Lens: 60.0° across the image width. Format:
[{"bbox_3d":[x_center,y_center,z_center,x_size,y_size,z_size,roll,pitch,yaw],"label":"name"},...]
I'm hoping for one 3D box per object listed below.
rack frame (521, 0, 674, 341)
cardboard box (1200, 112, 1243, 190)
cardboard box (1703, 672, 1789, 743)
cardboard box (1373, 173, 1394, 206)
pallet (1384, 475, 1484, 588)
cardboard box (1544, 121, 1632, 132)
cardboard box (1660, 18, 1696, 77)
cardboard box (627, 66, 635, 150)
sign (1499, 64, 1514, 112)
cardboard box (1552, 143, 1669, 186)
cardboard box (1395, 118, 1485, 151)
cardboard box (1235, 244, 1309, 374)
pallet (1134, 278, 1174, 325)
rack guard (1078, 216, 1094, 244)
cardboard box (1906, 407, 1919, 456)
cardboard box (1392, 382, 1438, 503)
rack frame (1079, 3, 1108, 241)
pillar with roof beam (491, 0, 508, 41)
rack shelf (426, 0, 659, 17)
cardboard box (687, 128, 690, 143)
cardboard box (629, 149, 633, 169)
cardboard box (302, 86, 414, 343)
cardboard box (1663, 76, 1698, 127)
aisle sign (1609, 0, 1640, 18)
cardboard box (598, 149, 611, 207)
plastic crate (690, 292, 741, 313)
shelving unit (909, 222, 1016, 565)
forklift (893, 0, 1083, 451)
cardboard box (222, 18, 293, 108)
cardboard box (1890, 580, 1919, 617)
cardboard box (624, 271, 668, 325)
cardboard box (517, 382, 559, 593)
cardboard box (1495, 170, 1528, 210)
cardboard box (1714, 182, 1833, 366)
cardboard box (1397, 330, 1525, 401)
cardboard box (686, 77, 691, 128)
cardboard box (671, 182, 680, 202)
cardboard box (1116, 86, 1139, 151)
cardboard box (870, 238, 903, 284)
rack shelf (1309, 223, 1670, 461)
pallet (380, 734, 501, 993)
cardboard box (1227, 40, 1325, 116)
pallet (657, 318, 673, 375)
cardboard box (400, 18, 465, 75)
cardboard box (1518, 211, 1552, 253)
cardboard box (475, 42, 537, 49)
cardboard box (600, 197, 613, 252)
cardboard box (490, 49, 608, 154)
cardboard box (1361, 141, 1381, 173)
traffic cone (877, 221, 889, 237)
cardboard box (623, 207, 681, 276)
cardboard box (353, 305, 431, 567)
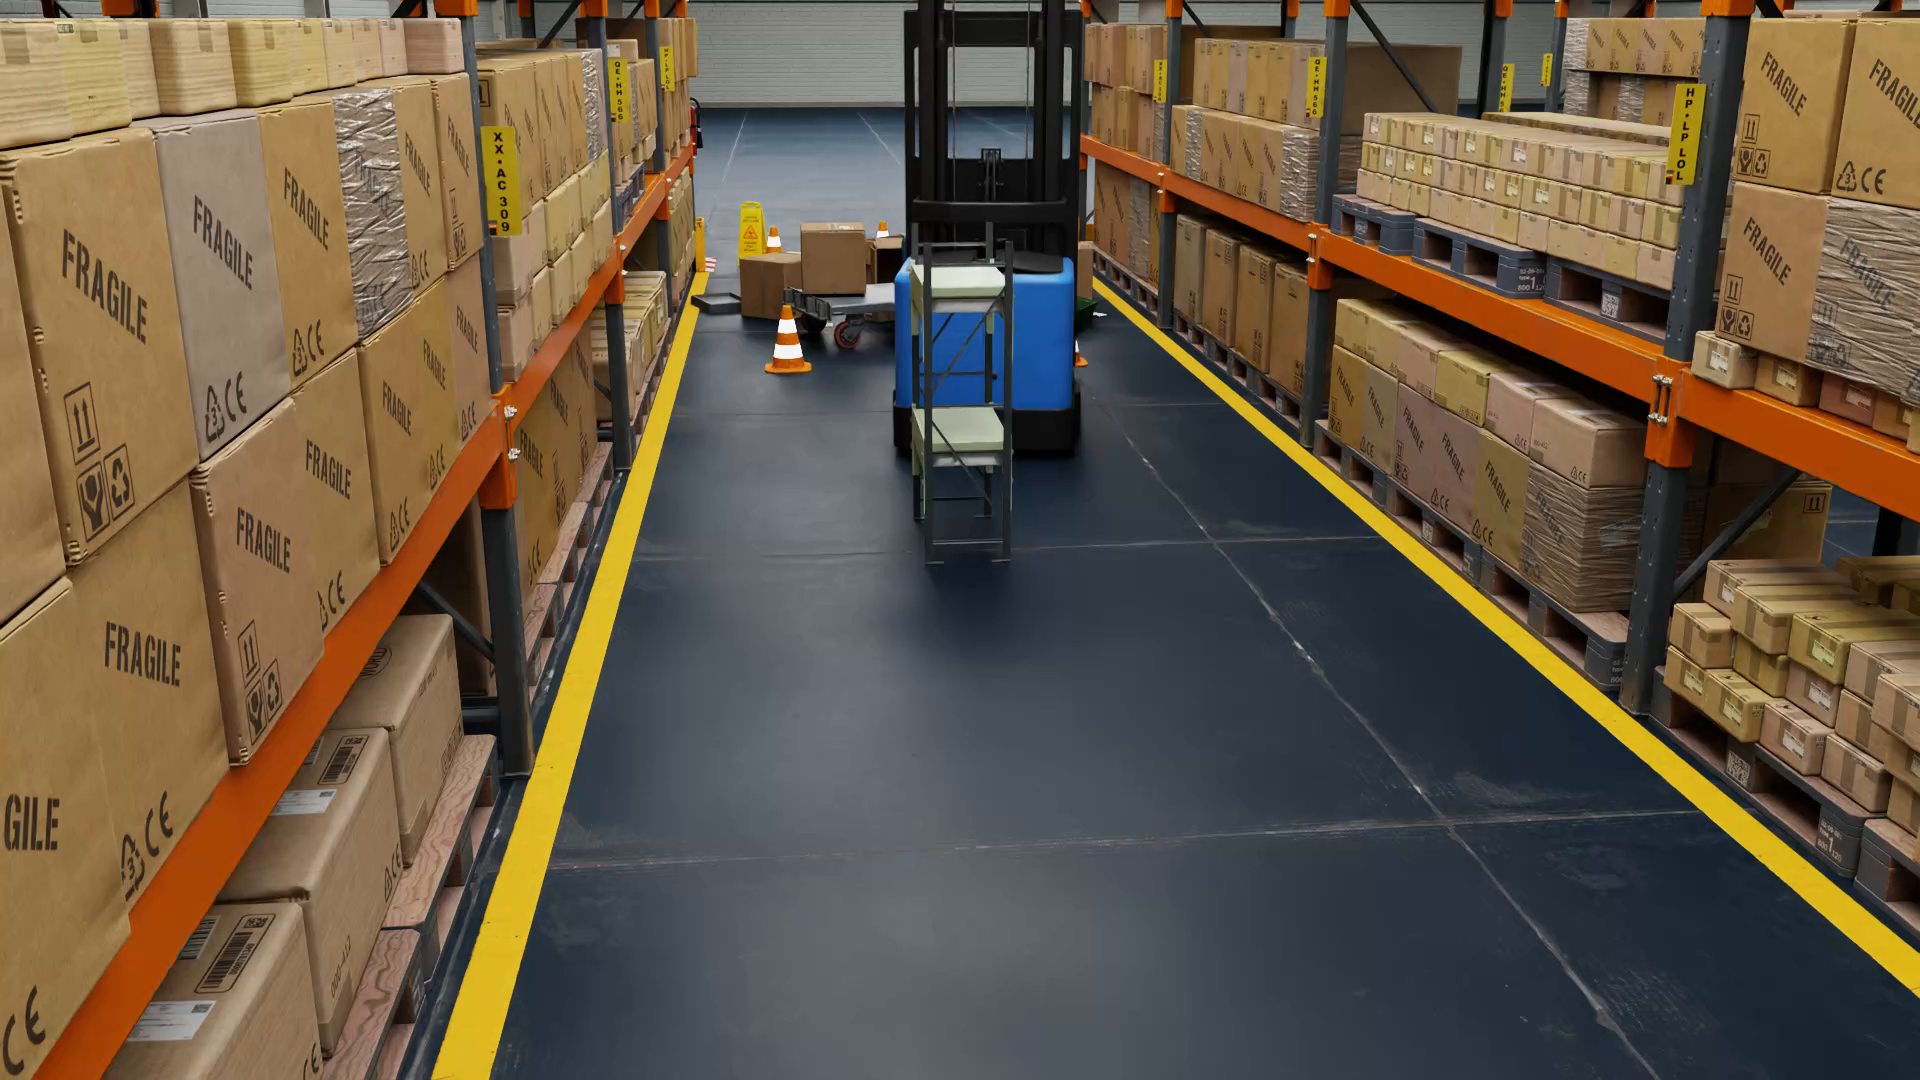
[{"bbox_3d":[-2.778,-3.012,12.763,1.000,3.000,0.127,-2,18,-6],"label":"rack frame"},{"bbox_3d":[2.023,-2.778,11.852,0.500,0.500,0.500,-2,18,-6],"label":"cardboard box"},{"bbox_3d":[2.705,0.546,5.489,0.380,0.149,0.250,-1,17,-4],"label":"cardboard box"},{"bbox_3d":[2.420,-1.864,8.826,0.380,0.149,0.250,-1,17,-3],"label":"cardboard box"},{"bbox_3d":[2.749,-0.077,8.071,1.003,0.211,1.213,-2,18,-6],"label":"pallet"},{"bbox_3d":[3.136,-2.003,8.276,0.380,0.149,0.250,-1,17,-4],"label":"cardboard box"},{"bbox_3d":[6.655,-4.408,14.878,0.500,0.500,0.500,-2,18,-6],"label":"cardboard box"},{"bbox_3d":[-2.304,-2.664,10.292,0.500,0.500,0.500,-1,17,-5],"label":"cardboard box"},{"bbox_3d":[3.086,-2.537,9.451,0.100,0.325,0.005,-2,18,-6],"label":"sign"},{"bbox_3d":[2.644,-1.525,6.751,0.380,0.149,0.250,-2,18,-6],"label":"cardboard box"},{"bbox_3d":[2.454,-2.071,8.490,0.380,0.149,0.250,-2,18,-6],"label":"cardboard box"},{"bbox_3d":[2.481,-1.575,11.240,1.050,0.750,0.750,-2,17,-5],"label":"cardboard box"},{"bbox_3d":[2.134,-2.094,14.493,1.003,0.211,1.213,-2,18,-6],"label":"pallet"},{"bbox_3d":[1.720,-3.201,17.539,1.175,0.500,0.348,-2,18,-6],"label":"rack guard"},{"bbox_3d":[2.827,-0.286,4.501,0.380,0.149,0.250,-1,17,-5],"label":"cardboard box"},{"bbox_3d":[2.480,-0.490,8.202,0.500,0.500,0.500,-2,18,-7],"label":"cardboard box"},{"bbox_3d":[1.722,-4.387,17.142,1.000,3.000,0.127,-2,18,-6],"label":"rack frame"},{"bbox_3d":[-7.765,-15.747,43.313,9.100,9.000,0.400,-2,18,-6],"label":"pillar with roof beam"},{"bbox_3d":[-2.572,-3.504,10.524,1.077,0.370,4.000,-2,18,-6],"label":"rack shelf"},{"bbox_3d":[-2.803,-3.907,16.033,0.380,0.149,0.250,-2,18,-6],"label":"cardboard box"},{"bbox_3d":[-2.333,-2.486,10.807,0.380,0.149,0.250,-1,17,-4],"label":"cardboard box"},{"bbox_3d":[-1.524,-0.718,3.621,0.500,0.500,0.500,-2,17,-5],"label":"cardboard box"},{"bbox_3d":[6.926,-3.940,15.055,0.875,0.500,0.500,-2,18,-6],"label":"cardboard box"},{"bbox_3d":[6.958,-5.778,17.233,0.394,0.787,0.004,-2,18,-6],"label":"aisle sign"},{"bbox_3d":[-2.063,-1.851,8.480,0.500,0.250,0.500,-2,18,-6],"label":"cardboard box"},{"bbox_3d":[-2.125,-2.112,14.771,0.402,0.080,0.583,-8,19,-25],"label":"plastic crate"},{"bbox_3d":[-0.001,-0.718,7.959,0.431,1.500,0.755,-2,18,-6],"label":"shelving unit"},{"bbox_3d":[0.216,-2.303,10.620,1.130,2.935,3.031,1,17,3],"label":"forklift"},{"bbox_3d":[-1.420,-0.849,2.953,0.380,0.149,0.250,-2,18,-7],"label":"cardboard box"},{"bbox_3d":[3.321,0.237,5.479,0.380,0.149,0.250,-2,17,-5],"label":"cardboard box"},{"bbox_3d":[-2.722,-1.802,12.596,0.950,0.372,0.625,-2,17,-5],"label":"cardboard box"},{"bbox_3d":[-2.198,-0.266,6.864,0.875,0.875,0.875,-1,17,-4],"label":"cardboard box"},{"bbox_3d":[2.583,-1.539,7.293,0.380,0.149,0.250,-2,18,-5],"label":"cardboard box"},{"bbox_3d":[2.760,-0.846,5.200,0.500,0.500,0.500,-2,18,-7],"label":"cardboard box"},{"bbox_3d":[2.468,-0.857,8.119,0.500,0.250,0.500,-2,18,-5],"label":"cardboard box"},{"bbox_3d":[-2.861,-4.240,16.012,0.500,0.500,0.500,-2,18,-7],"label":"cardboard box"},{"bbox_3d":[-2.579,-2.944,14.101,0.380,0.149,0.250,-1,17,-4],"label":"cardboard box"},{"bbox_3d":[1.913,-3.859,15.210,0.875,0.550,0.500,-2,18,-6],"label":"cardboard box"},{"bbox_3d":[-0.387,-2.354,14.608,0.797,0.637,0.503,-2,18,-6],"label":"cardboard box"},{"bbox_3d":[2.754,-1.064,7.760,1.077,0.370,4.000,-2,18,-6],"label":"rack shelf"},{"bbox_3d":[-1.953,0.931,4.860,1.003,0.211,1.213,-2,18,-6],"label":"pallet"},{"bbox_3d":[2.299,-3.268,11.743,0.700,0.500,0.500,-2,18,-5],"label":"cardboard box"},{"bbox_3d":[-2.697,-1.450,12.442,1.003,0.211,1.213,-2,18,-6],"label":"pallet"},{"bbox_3d":[-1.605,-1.381,4.648,0.380,0.149,0.250,-2,18,-7],"label":"cardboard box"},{"bbox_3d":[2.611,-1.313,7.071,0.380,0.149,0.250,-3,18,-8],"label":"cardboard box"},{"bbox_3d":[-2.815,-2.998,10.272,0.380,0.149,0.250,-3,18,-8],"label":"cardboard box"},{"bbox_3d":[-2.055,-1.606,8.535,0.500,0.250,0.500,-2,18,-8],"label":"cardboard box"},{"bbox_3d":[-2.052,-2.199,8.338,0.500,0.500,0.500,-2,18,-7],"label":"cardboard box"},{"bbox_3d":[2.398,-2.076,9.002,0.380,0.149,0.250,-1,17,-3],"label":"cardboard box"},{"bbox_3d":[-0.794,-3.041,17.090,0.336,0.463,0.334,-2,18,-6],"label":"traffic cone"},{"bbox_3d":[-2.571,-2.442,13.586,0.500,0.500,0.500,-1,17,-3],"label":"cardboard box"},{"bbox_3d":[-1.526,-0.243,3.778,0.500,0.500,0.500,-2,18,-6],"label":"cardboard box"}]
